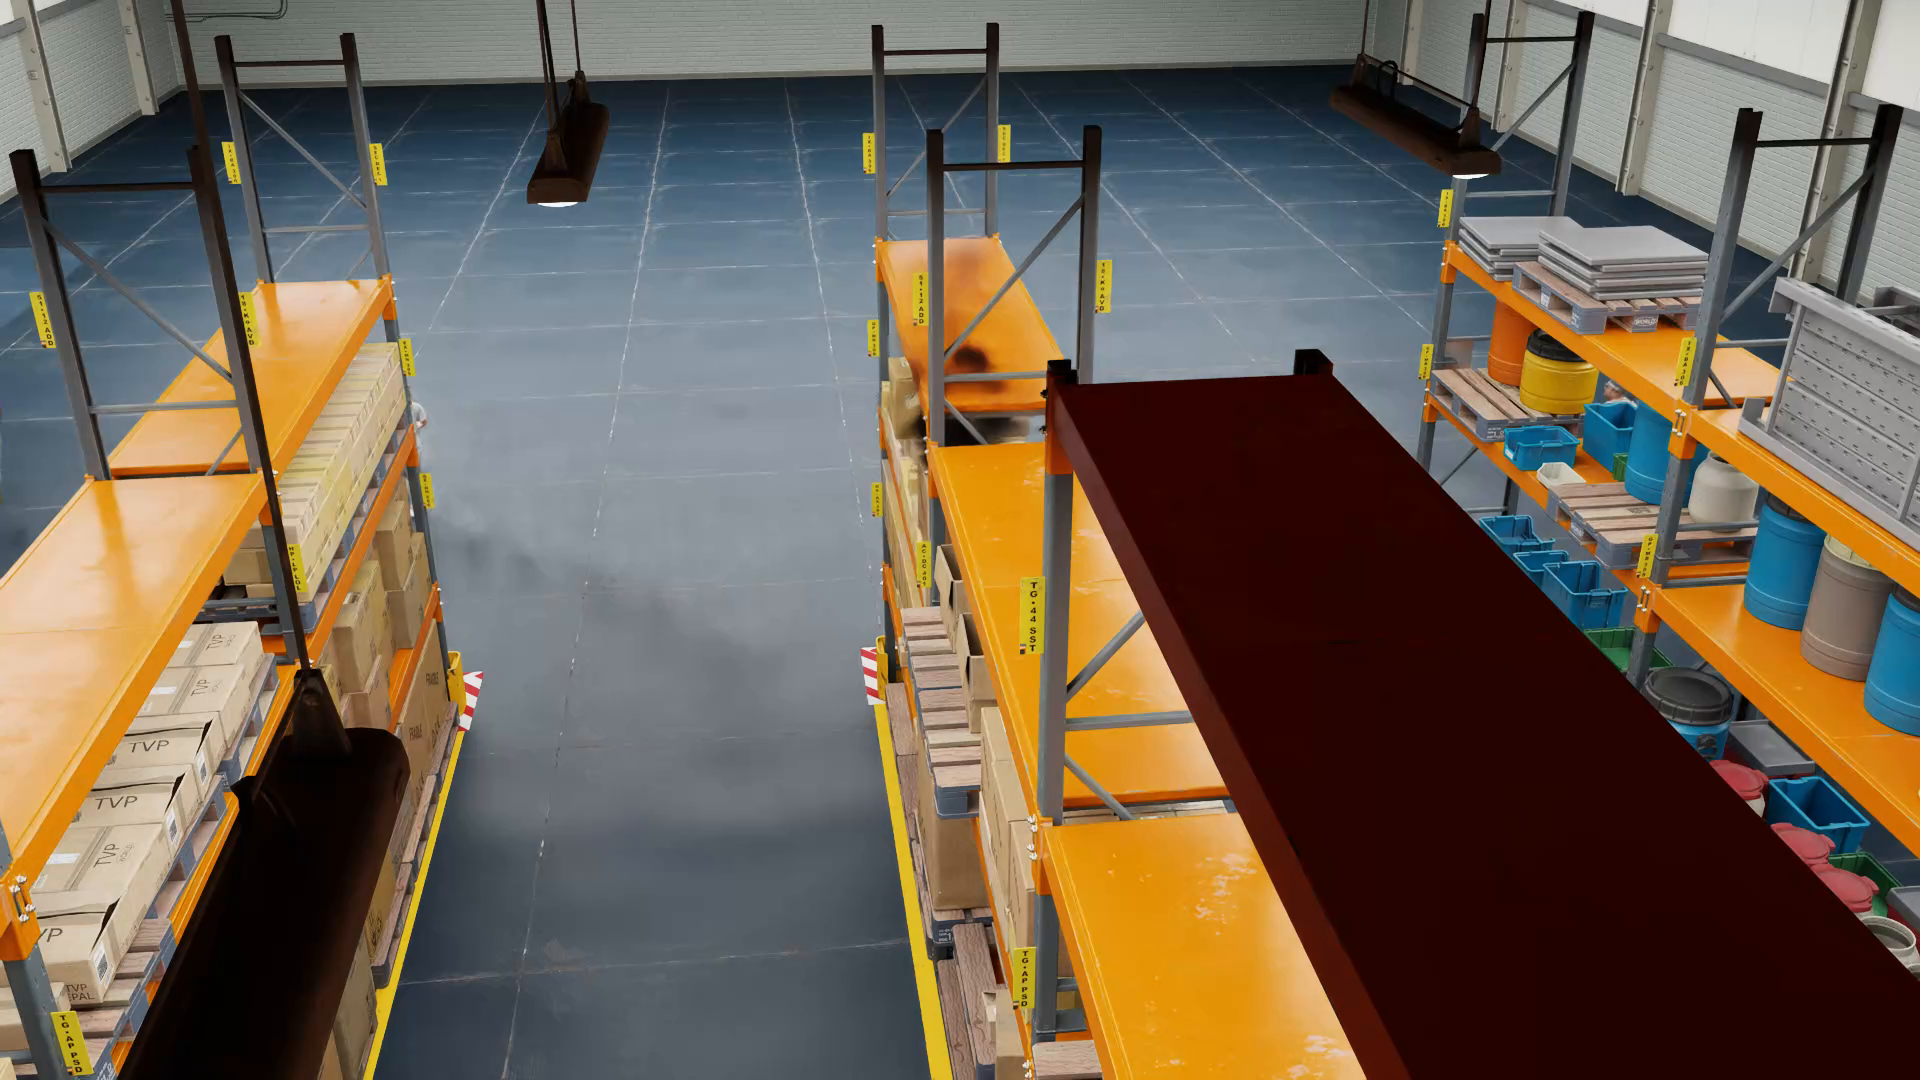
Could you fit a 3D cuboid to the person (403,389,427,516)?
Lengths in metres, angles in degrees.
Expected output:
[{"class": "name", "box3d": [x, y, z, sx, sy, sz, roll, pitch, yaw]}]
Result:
[{"class": "person", "box3d": [-6.246, -1.010, 18.739, 0.578, 1.636, 0.601, 18, 31, 33]}]

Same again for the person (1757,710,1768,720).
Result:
[{"class": "person", "box3d": [6.714, 1.468, 13.558, 0.538, 1.605, 0.877, -8, 27, -15]}]

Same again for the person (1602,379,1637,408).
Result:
[{"class": "person", "box3d": [7.205, -0.927, 18.429, 0.811, 1.856, 0.629, 11, 28, 22]}]
